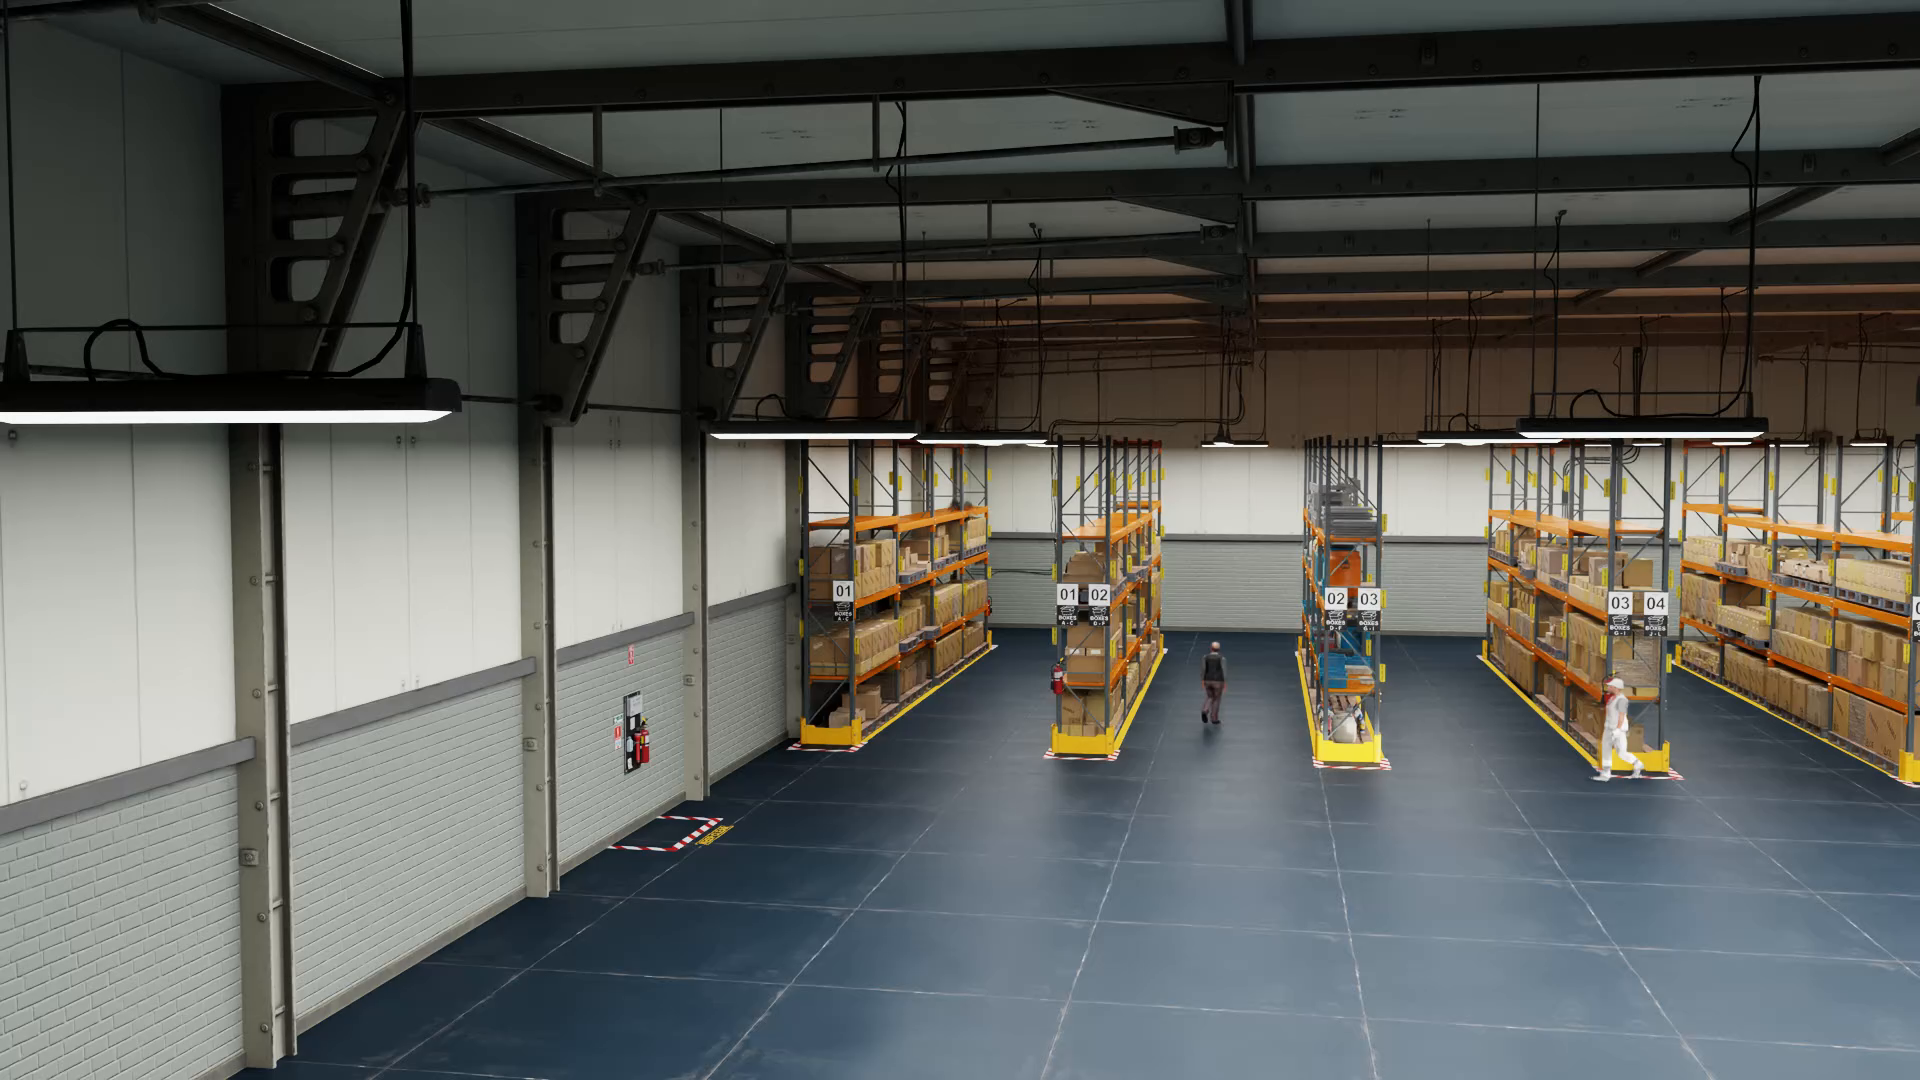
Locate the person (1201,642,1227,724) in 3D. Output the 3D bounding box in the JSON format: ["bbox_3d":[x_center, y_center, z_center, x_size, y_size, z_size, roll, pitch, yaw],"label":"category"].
[{"bbox_3d":[5.293,2.976,34.603,0.481,1.714,0.512,-3,4,-45],"label":"person"}]

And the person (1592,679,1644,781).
[{"bbox_3d":[11.361,3.278,28.684,0.859,1.780,0.501,-1,3,-16],"label":"person"}]
